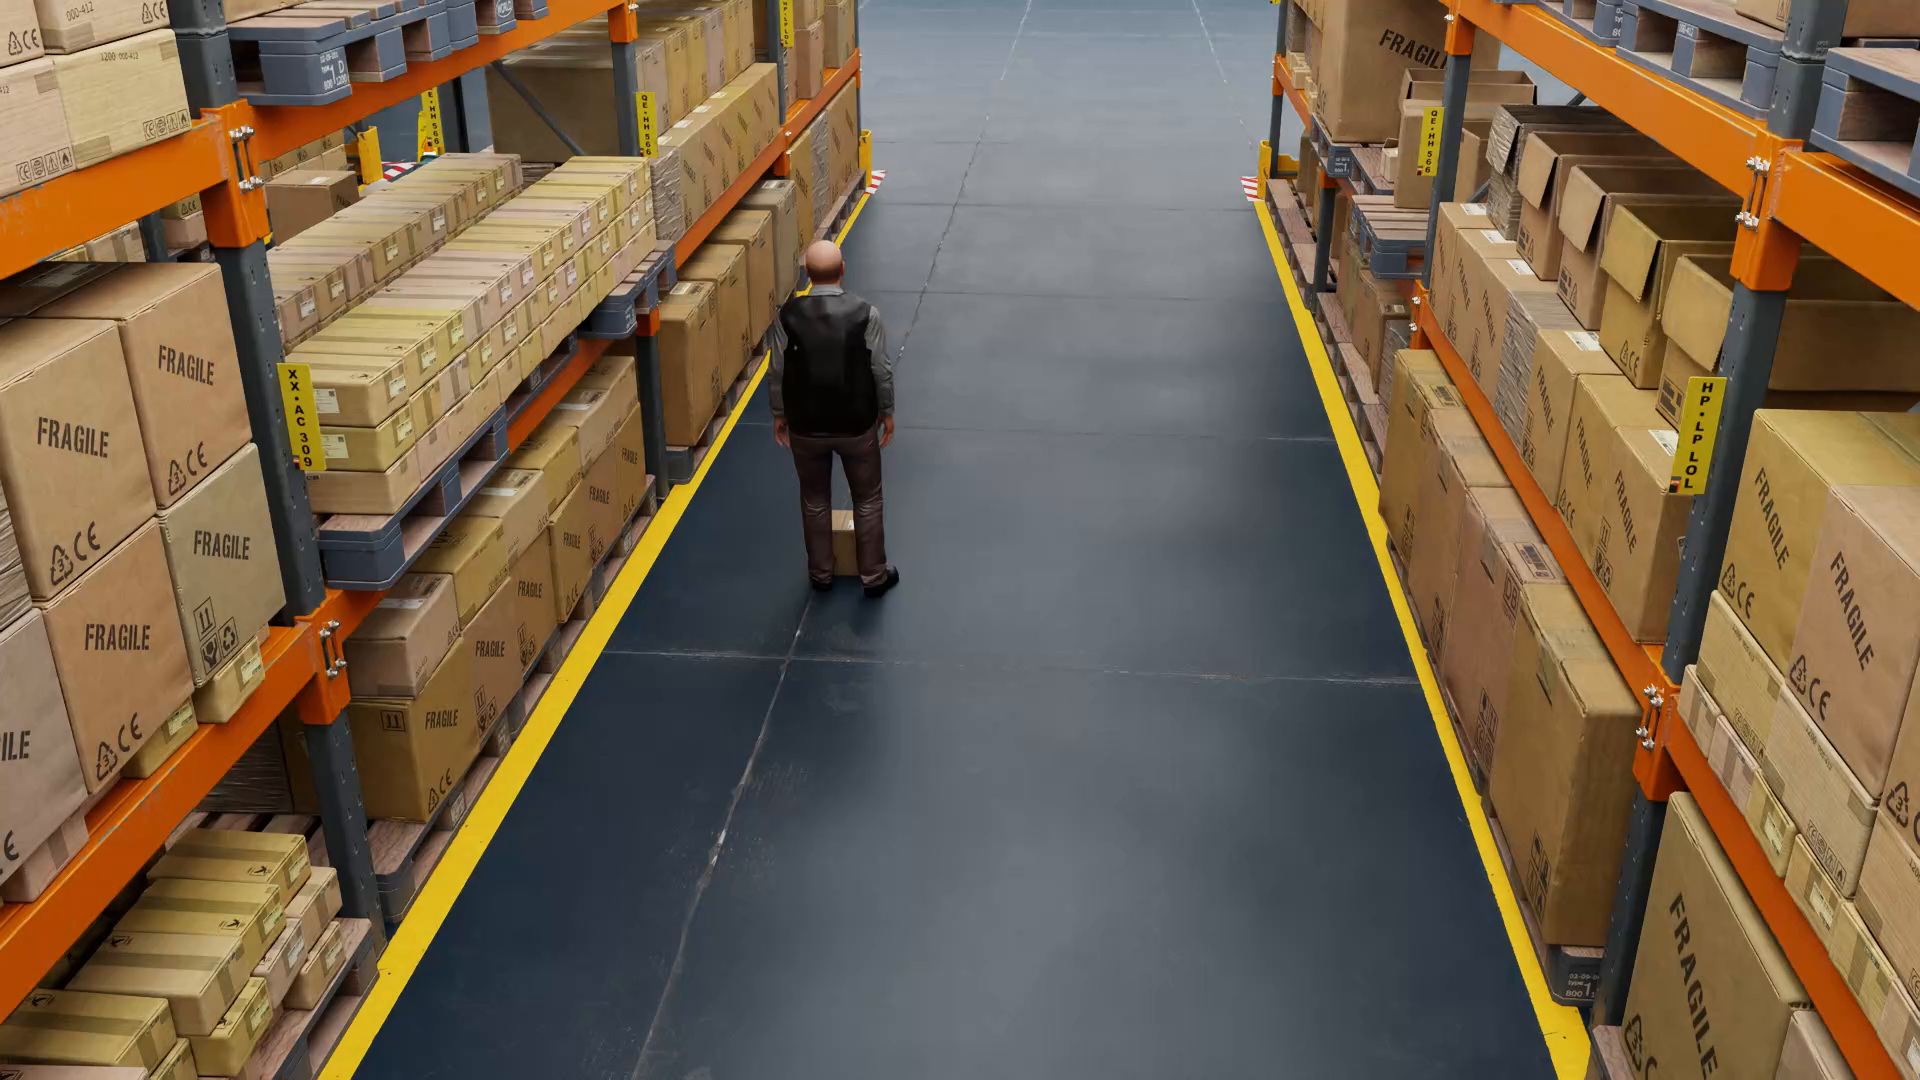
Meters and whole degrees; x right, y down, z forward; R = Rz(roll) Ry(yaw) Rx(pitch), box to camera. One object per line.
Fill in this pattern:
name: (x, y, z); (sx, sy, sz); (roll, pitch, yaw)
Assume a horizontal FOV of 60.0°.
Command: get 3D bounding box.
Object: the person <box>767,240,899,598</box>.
person: (-0.600, -0.552, 7.851); (0.592, 1.722, 0.466); (1, 24, 2)
